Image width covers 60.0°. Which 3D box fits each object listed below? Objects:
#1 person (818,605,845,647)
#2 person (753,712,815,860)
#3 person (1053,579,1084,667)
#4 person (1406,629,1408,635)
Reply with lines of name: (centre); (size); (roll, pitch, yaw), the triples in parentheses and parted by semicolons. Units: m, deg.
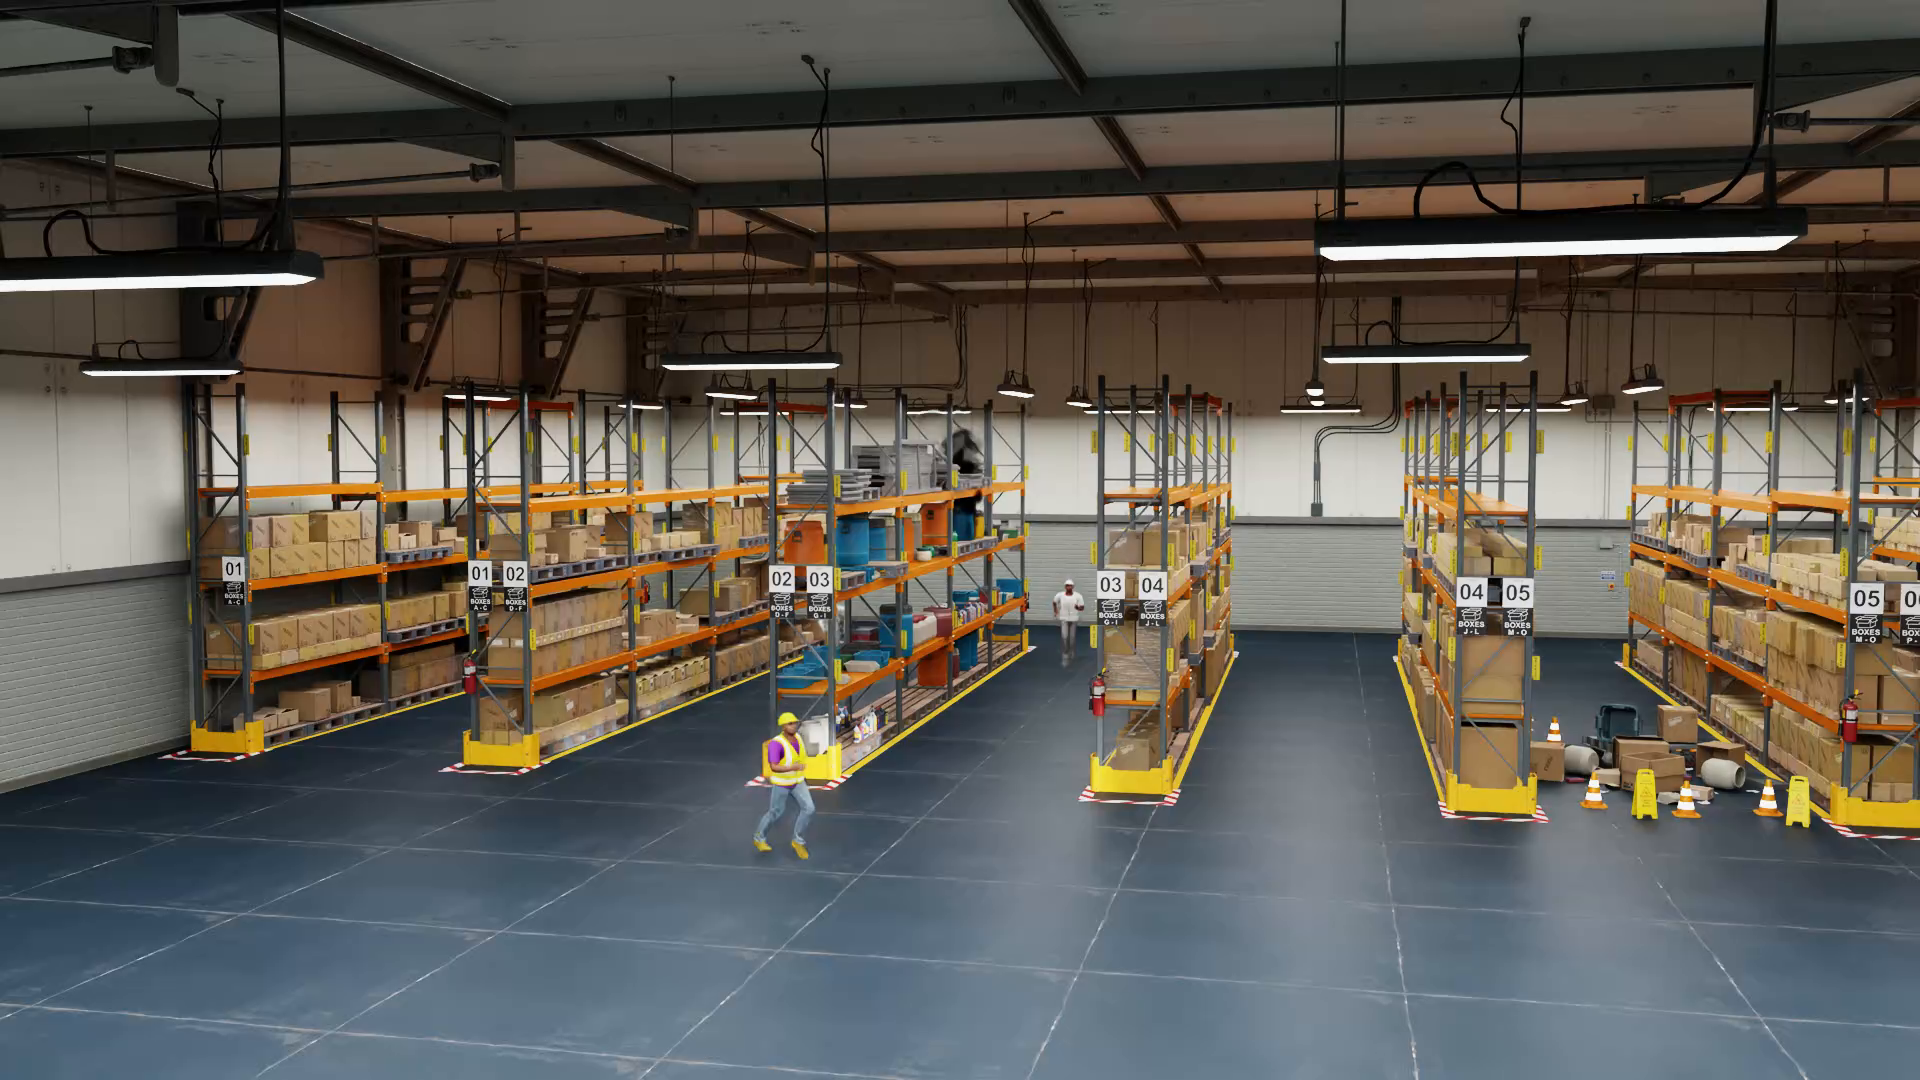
person: (-2.639, 1.920, 34.510); (0.642, 1.678, 0.592); (1, 3, 13)
person: (-2.093, 2.970, 20.156); (0.894, 1.800, 0.710); (3, 4, 41)
person: (2.361, 1.790, 36.082); (0.675, 1.874, 0.702); (0, 3, 2)
person: (10.929, 1.918, 39.594); (0.685, 1.620, 0.591); (1, 3, 11)
